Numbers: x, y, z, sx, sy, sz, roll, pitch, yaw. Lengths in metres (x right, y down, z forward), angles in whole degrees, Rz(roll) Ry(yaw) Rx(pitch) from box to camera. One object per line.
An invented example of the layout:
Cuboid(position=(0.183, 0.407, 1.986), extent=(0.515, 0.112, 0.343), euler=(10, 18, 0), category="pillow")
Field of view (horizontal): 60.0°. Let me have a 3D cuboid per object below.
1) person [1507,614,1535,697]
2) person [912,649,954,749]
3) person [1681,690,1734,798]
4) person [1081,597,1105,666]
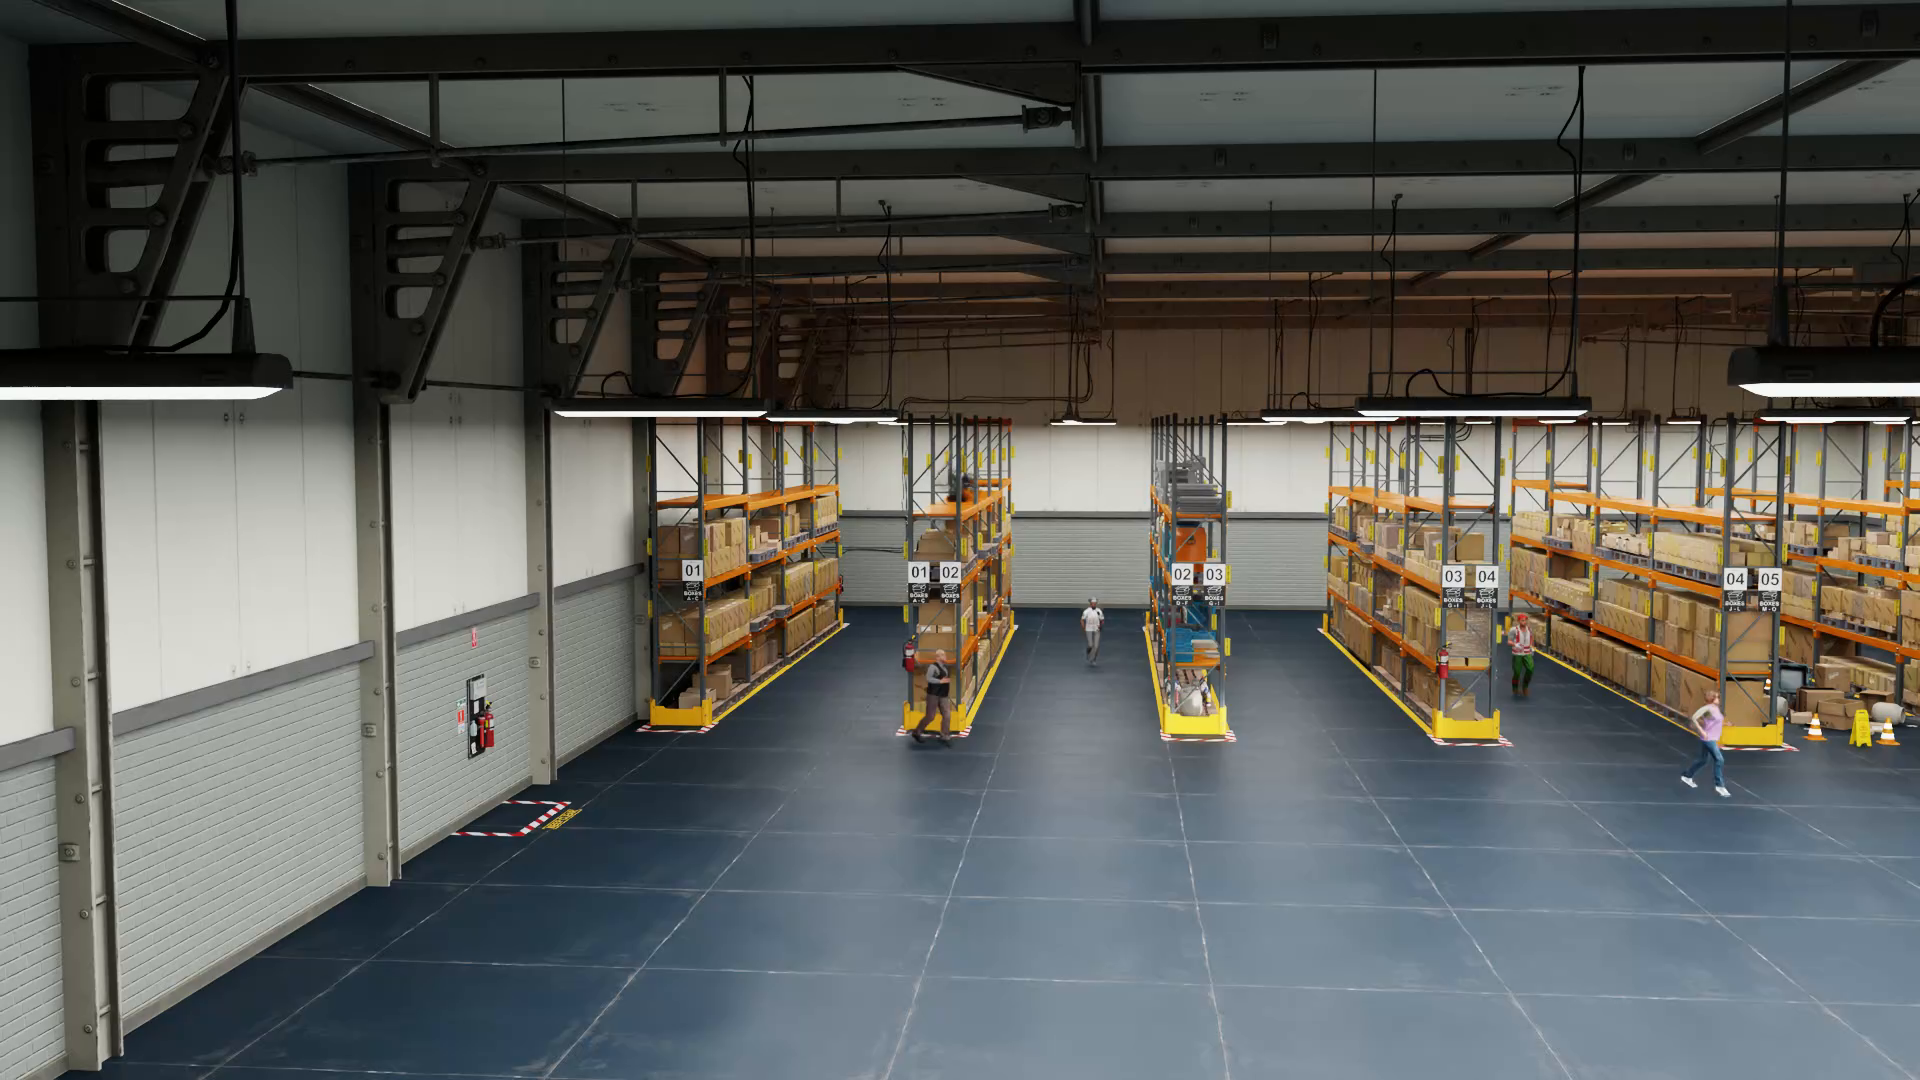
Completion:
Cuboid(position=(11.960, 2.456, 35.396), extent=(0.627, 1.780, 0.713), euler=(0, 4, 0), category="person")
Cuboid(position=(-0.417, 2.848, 29.948), extent=(0.840, 1.763, 0.664), euler=(3, 5, 36), category="person")
Cuboid(position=(11.711, 3.164, 26.050), extent=(0.768, 1.640, 0.528), euler=(3, 5, 37), category="person")
Cuboid(position=(3.213, 2.203, 40.101), extent=(0.574, 1.658, 0.557), euler=(0, 4, -3), category="person")
